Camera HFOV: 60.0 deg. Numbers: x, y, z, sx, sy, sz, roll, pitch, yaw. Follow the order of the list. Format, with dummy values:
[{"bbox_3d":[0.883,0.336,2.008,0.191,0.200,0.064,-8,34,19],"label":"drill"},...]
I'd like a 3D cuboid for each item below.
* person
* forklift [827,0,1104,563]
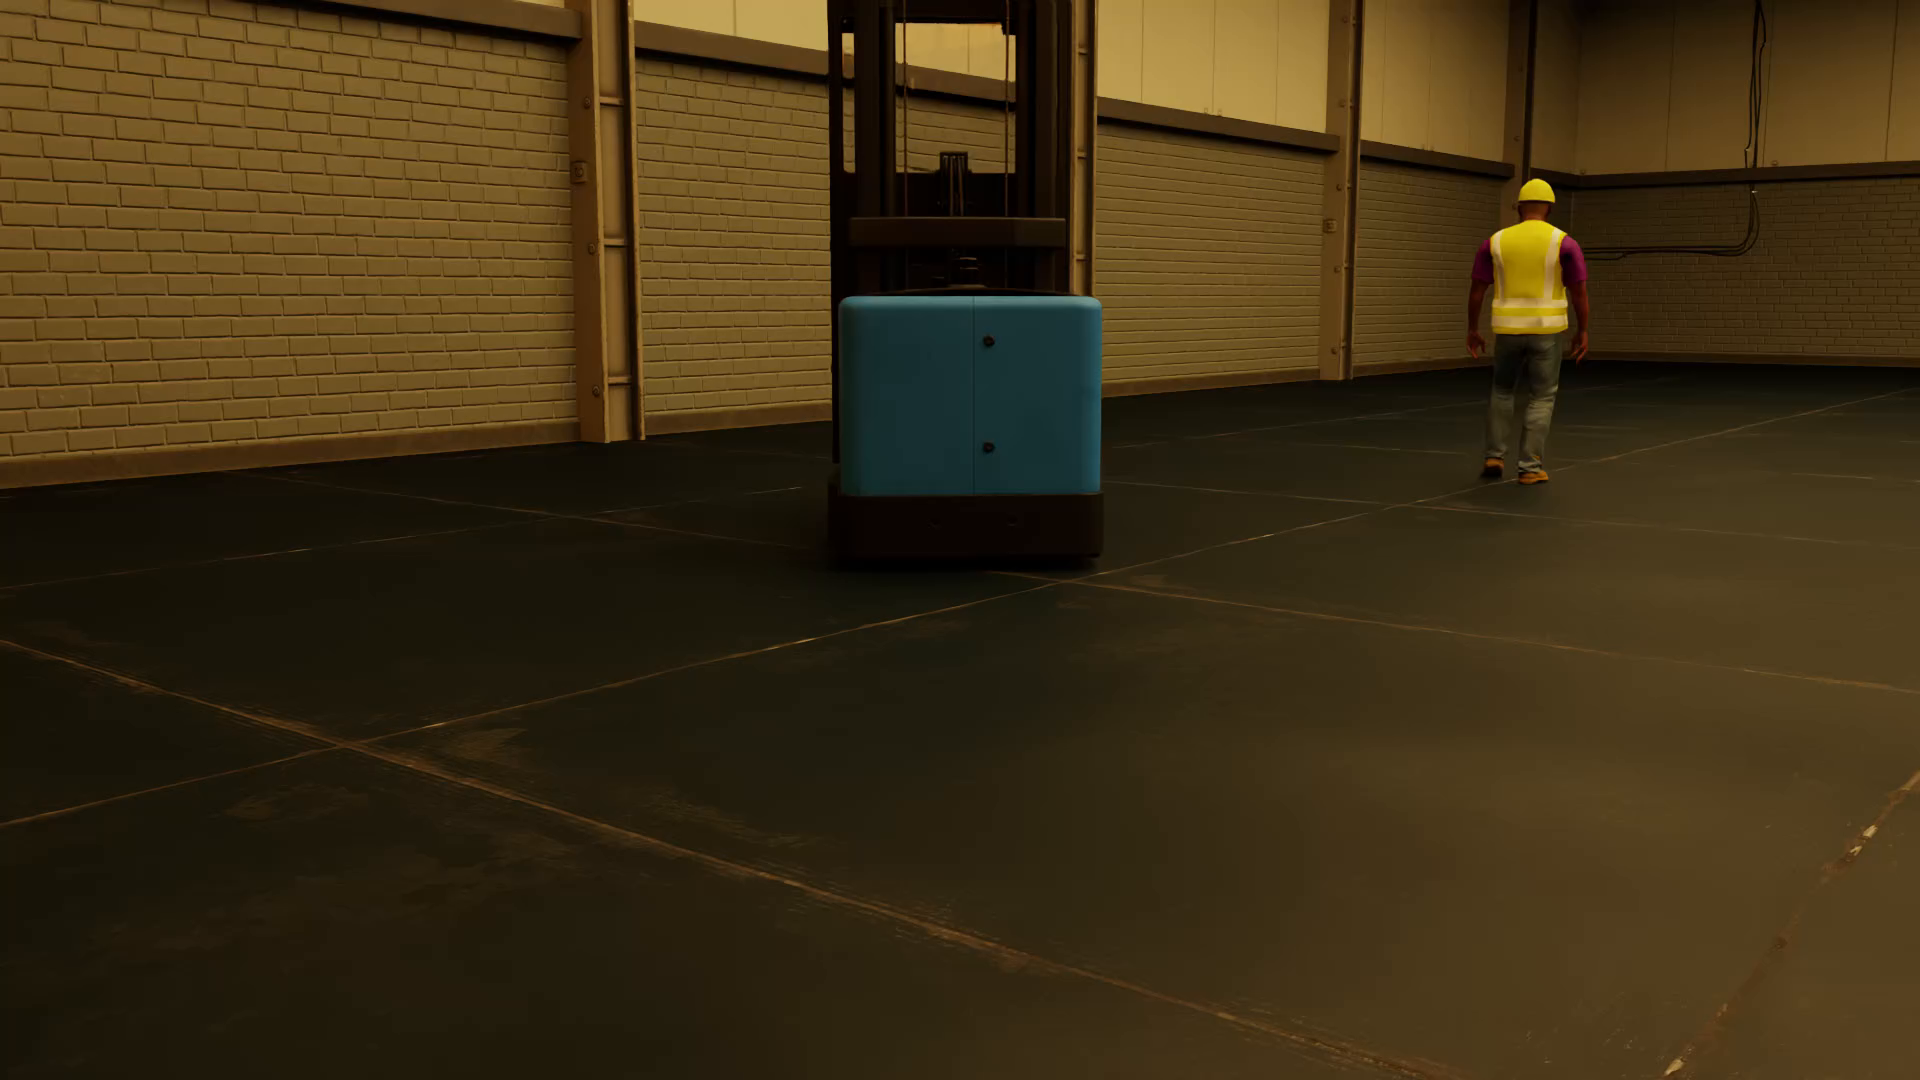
[{"bbox_3d":[3.326,-1.185,9.710,0.672,1.808,0.517,6,10,34],"label":"person"},{"bbox_3d":[-0.066,-1.535,7.769,1.130,2.935,3.031,-1,8,-5],"label":"forklift"}]
